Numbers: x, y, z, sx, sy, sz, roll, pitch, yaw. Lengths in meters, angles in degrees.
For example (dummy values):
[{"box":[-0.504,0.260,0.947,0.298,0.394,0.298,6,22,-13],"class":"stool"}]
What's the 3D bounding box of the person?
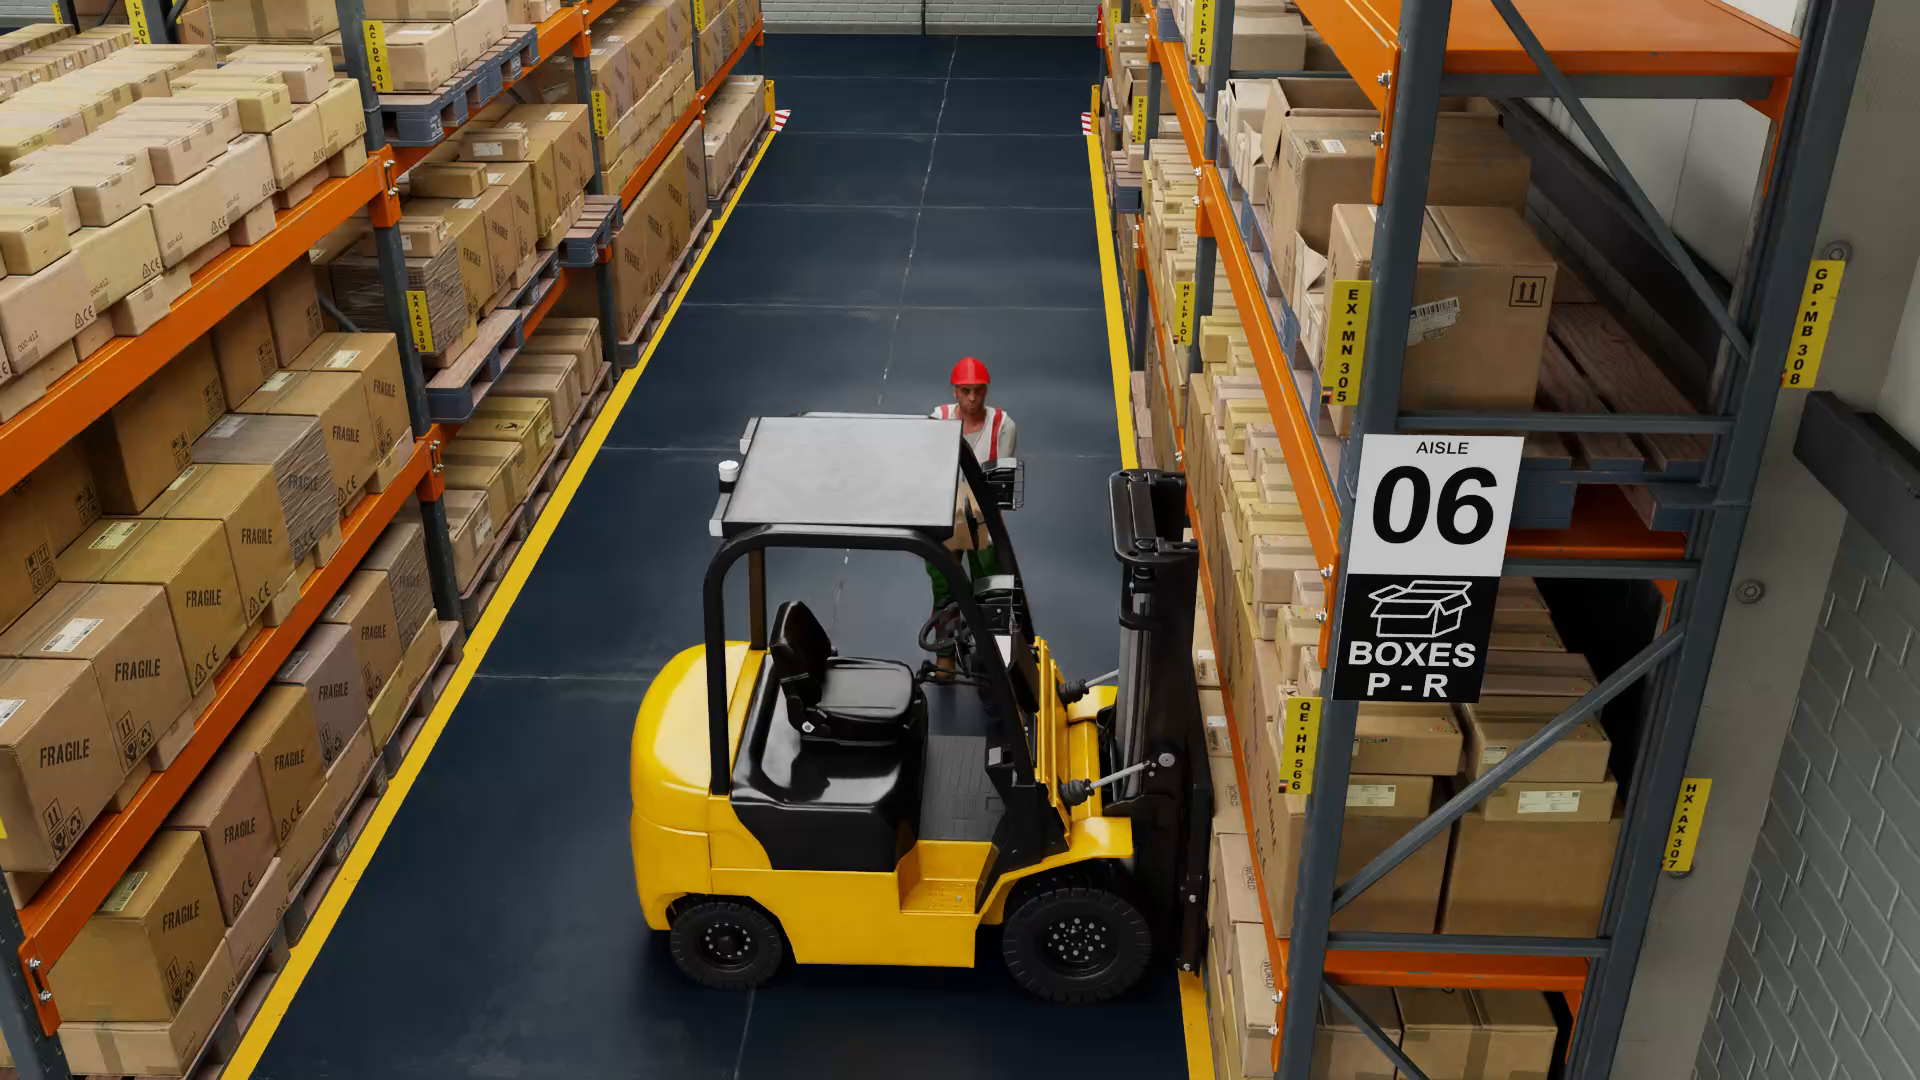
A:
[{"box":[0.040,-0.062,8.715,0.495,1.785,0.561,1,28,2],"class":"person"}]
